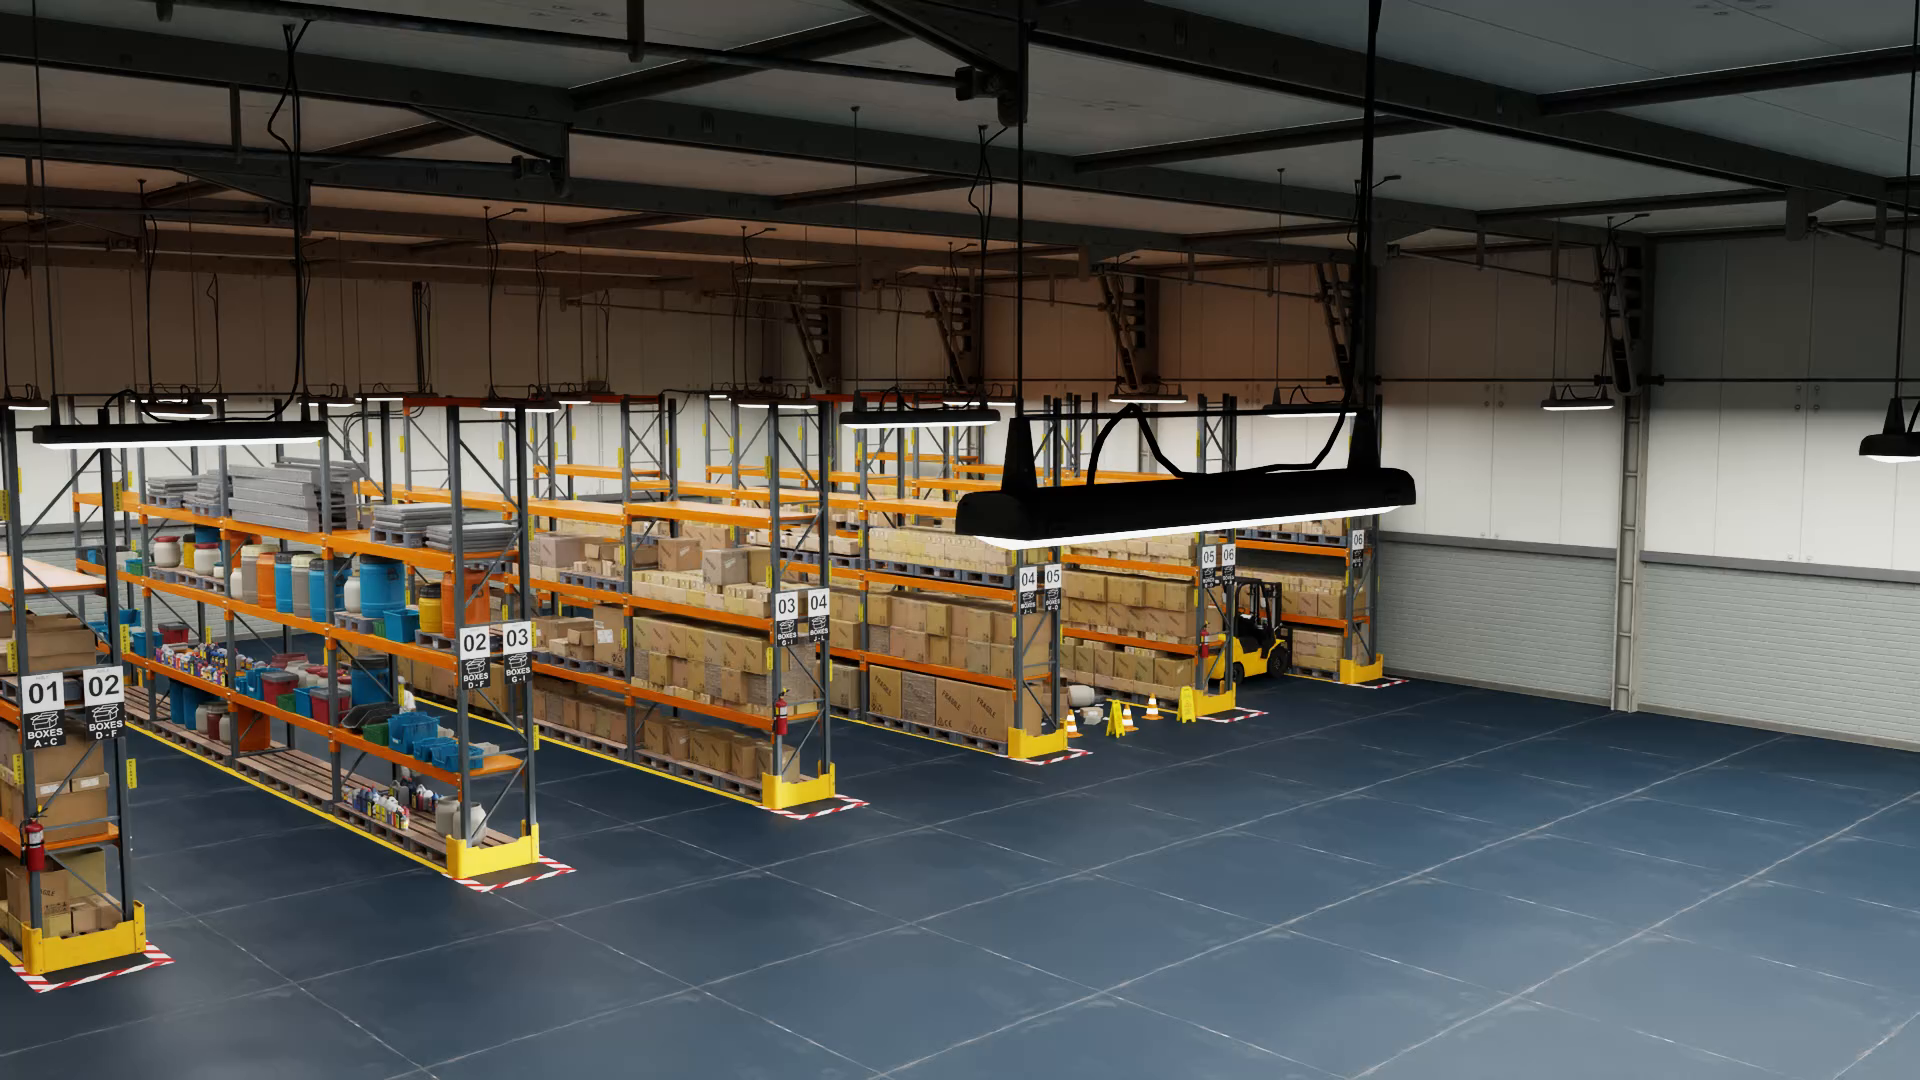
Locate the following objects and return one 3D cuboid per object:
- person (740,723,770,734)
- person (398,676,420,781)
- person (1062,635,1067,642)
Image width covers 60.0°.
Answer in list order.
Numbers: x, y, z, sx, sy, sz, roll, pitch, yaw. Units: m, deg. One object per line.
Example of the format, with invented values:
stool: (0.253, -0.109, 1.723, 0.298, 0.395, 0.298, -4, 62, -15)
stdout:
person: (-3.655, 2.600, 29.907, 0.750, 1.821, 0.682, 5, 7, 40)
person: (-8.783, 2.978, 26.230, 0.509, 1.671, 0.541, -3, 6, -28)
person: (2.533, 1.675, 37.788, 0.670, 1.569, 0.459, 5, 7, 39)
